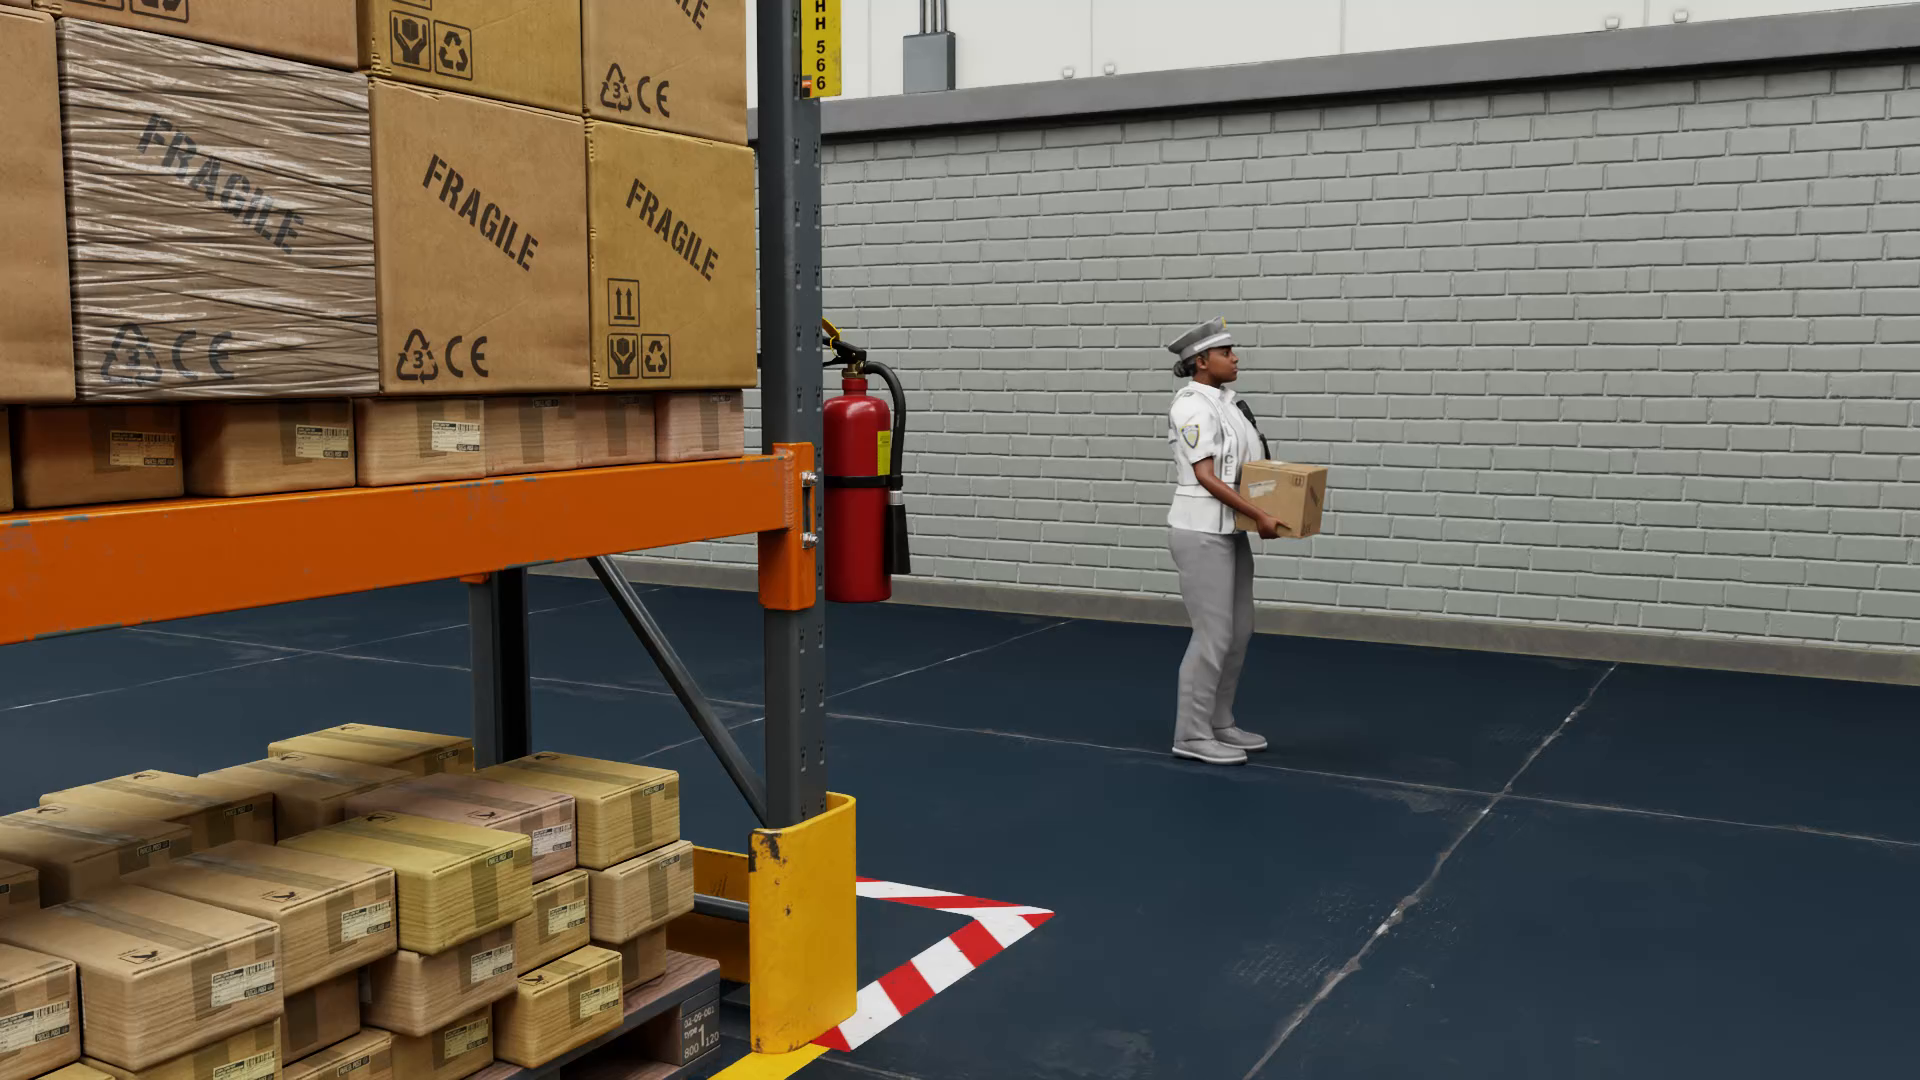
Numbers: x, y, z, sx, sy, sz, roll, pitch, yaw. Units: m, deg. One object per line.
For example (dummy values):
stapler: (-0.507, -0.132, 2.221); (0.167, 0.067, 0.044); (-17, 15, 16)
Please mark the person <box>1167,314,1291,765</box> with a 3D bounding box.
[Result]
person: (1.041, -0.011, 6.339); (0.540, 1.688, 0.449); (3, 7, 29)
